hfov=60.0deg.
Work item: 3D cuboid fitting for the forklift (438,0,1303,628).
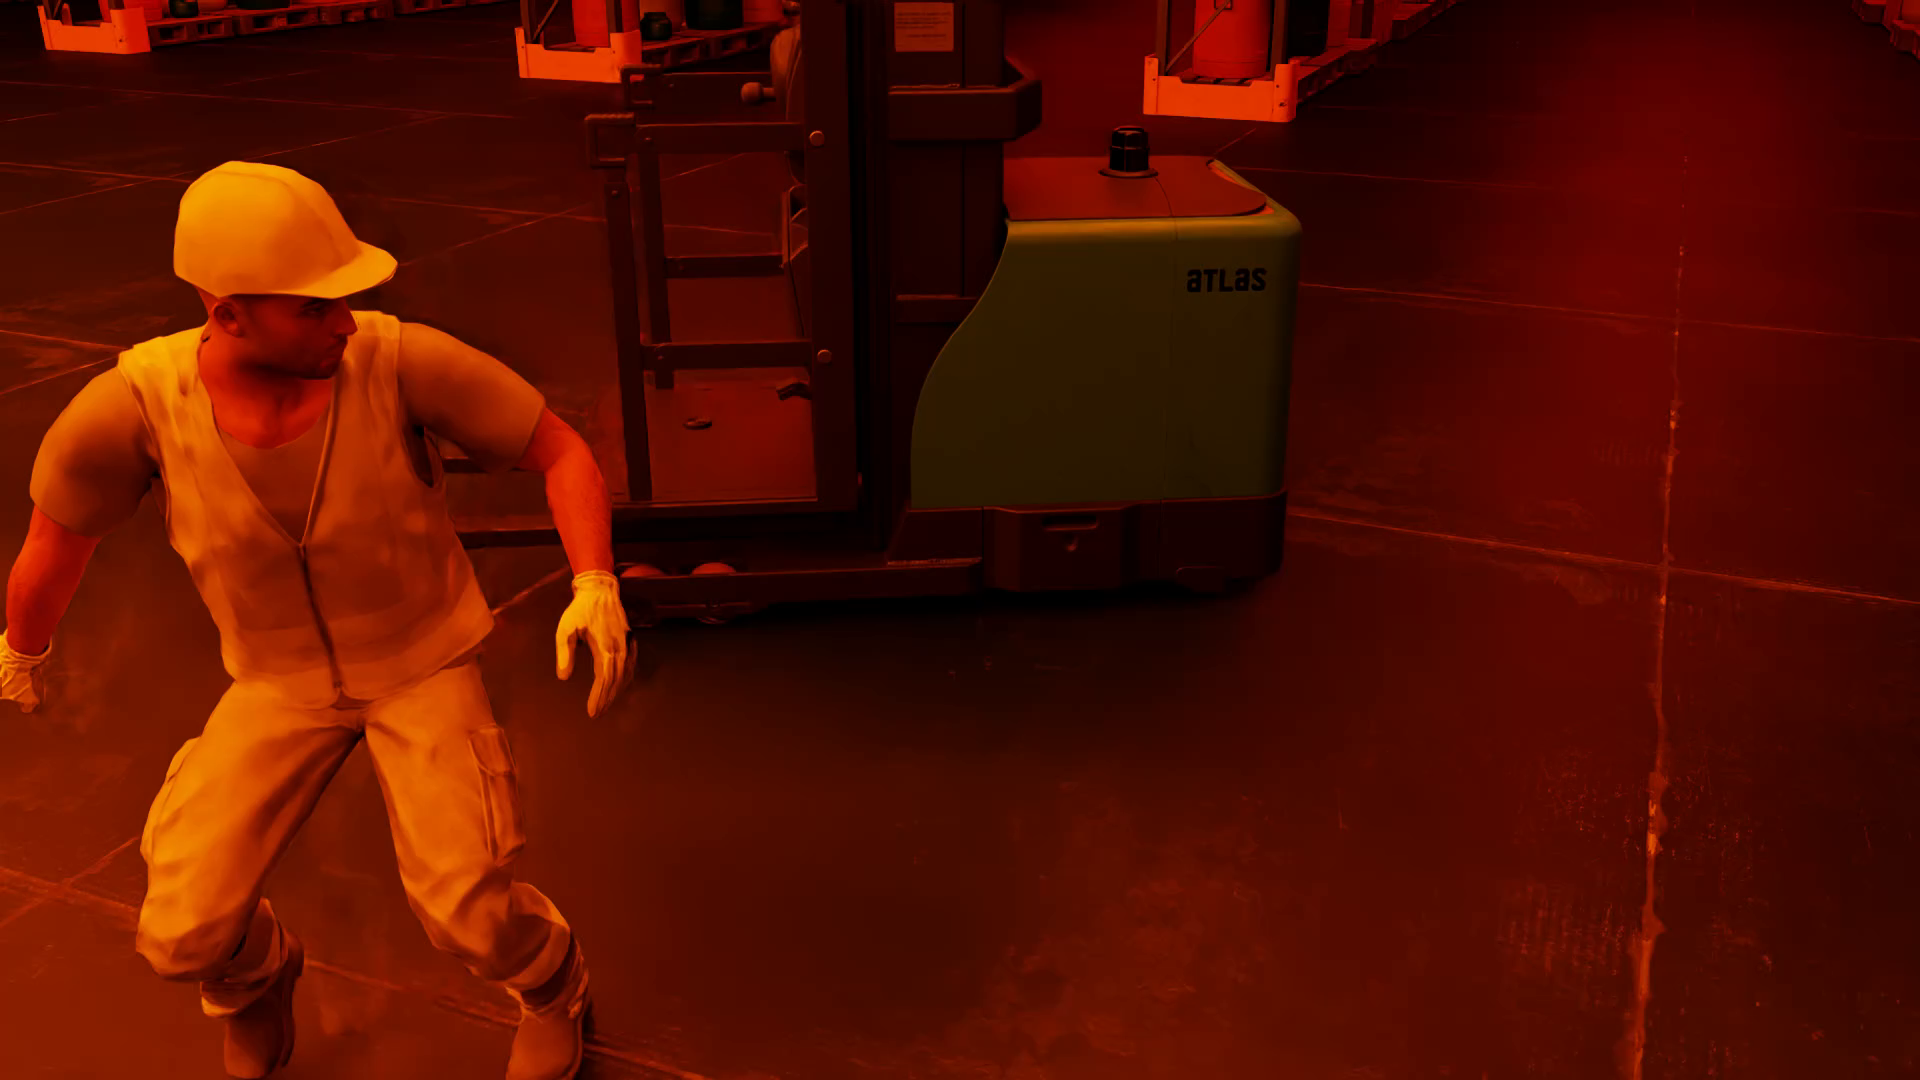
[{"bbox_3d":[-0.633,-1.328,4.469,3.031,2.935,1.130,-2,23,-5],"label":"forklift"}]

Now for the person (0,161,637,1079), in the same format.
[{"bbox_3d":[-1.004,0.234,2.544,1.027,1.656,0.502,-4,23,-9],"label":"person"}]
